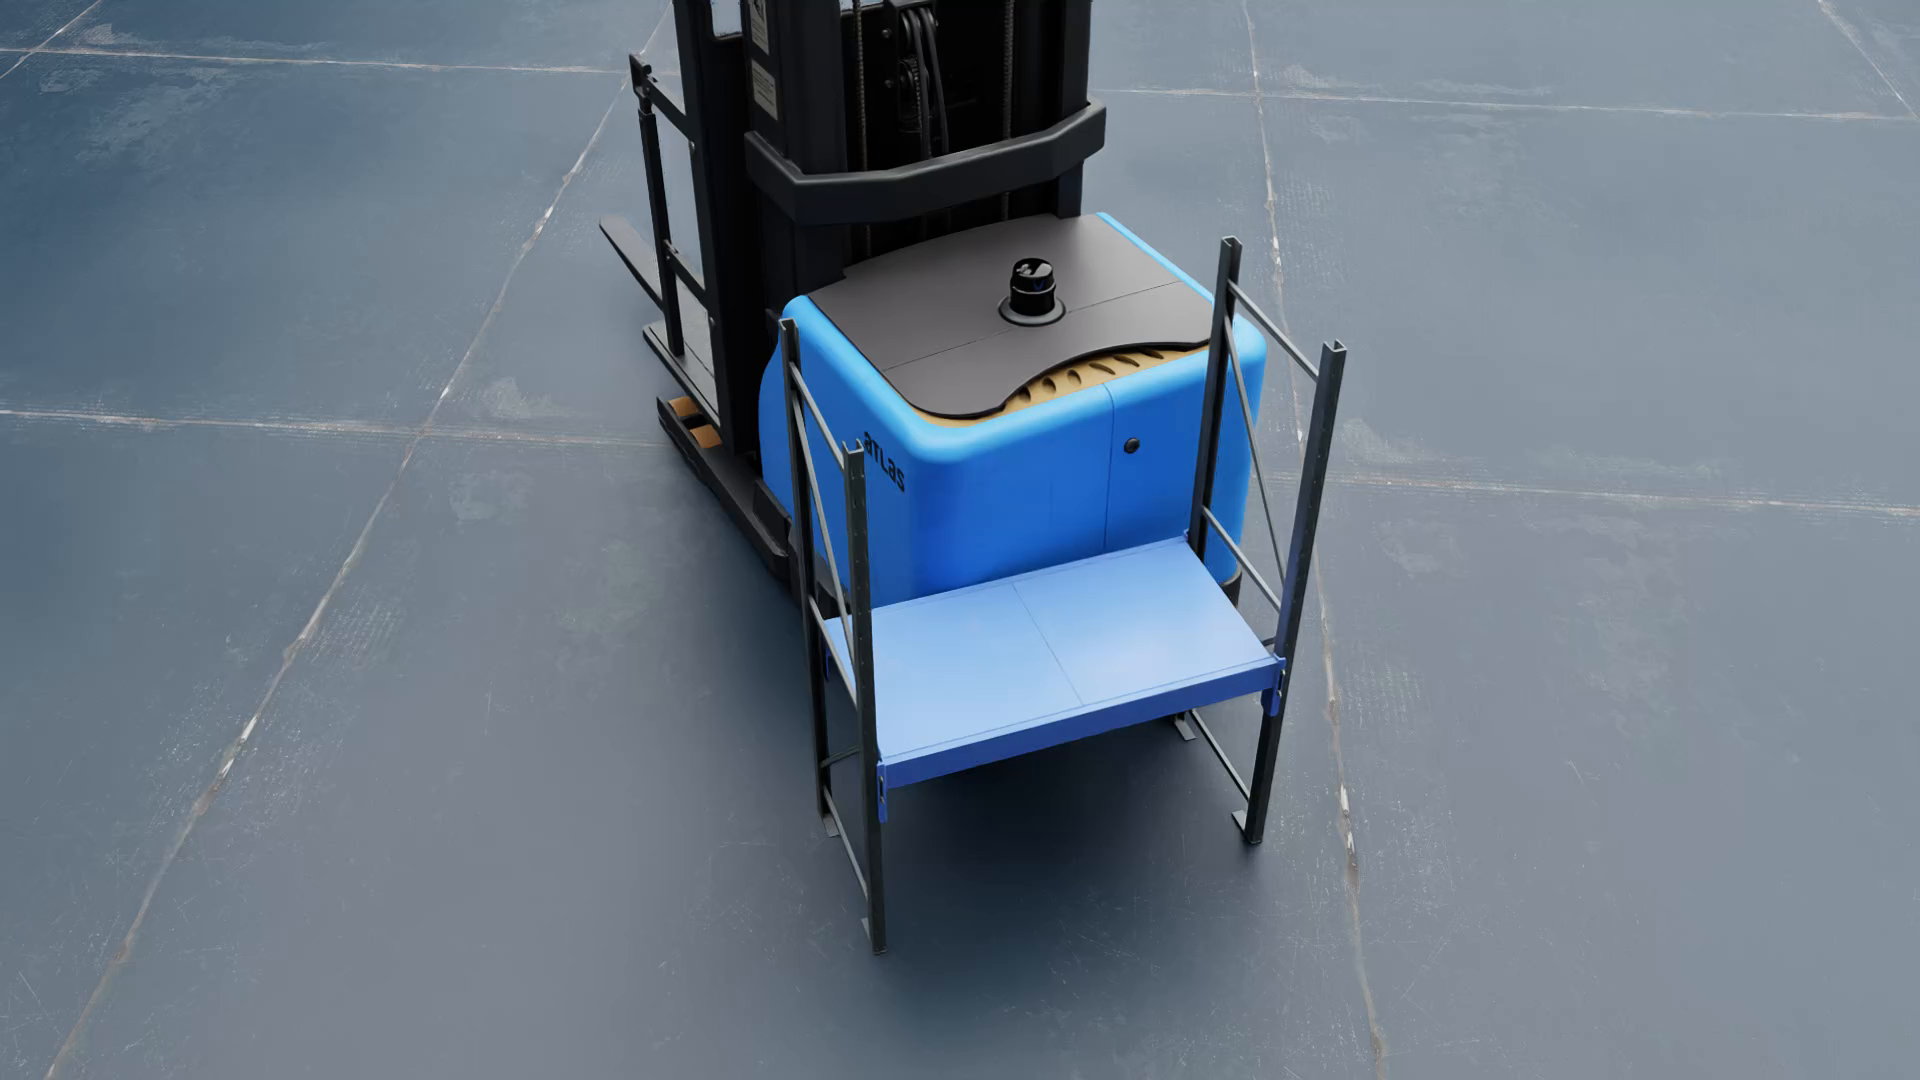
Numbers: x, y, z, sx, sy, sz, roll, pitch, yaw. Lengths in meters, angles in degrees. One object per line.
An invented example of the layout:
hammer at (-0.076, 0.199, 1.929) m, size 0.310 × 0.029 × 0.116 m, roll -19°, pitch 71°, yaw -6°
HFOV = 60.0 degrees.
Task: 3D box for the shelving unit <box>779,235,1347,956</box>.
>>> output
shelving unit at (0.202, 0.162, 3.862) m, size 1.048 × 1.500 × 0.538 m, roll -13°, pitch 41°, yaw -15°

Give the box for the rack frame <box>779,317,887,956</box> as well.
rack frame at (-0.276, 0.271, 3.728) m, size 0.032 × 1.500 × 0.500 m, roll -13°, pitch 41°, yaw -15°

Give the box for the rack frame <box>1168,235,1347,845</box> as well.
rack frame at (0.681, 0.053, 3.996) m, size 0.032 × 1.500 × 0.500 m, roll -13°, pitch 41°, yaw -15°

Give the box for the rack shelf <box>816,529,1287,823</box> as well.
rack shelf at (0.202, 0.302, 3.976) m, size 1.000 × 0.185 × 0.538 m, roll -13°, pitch 41°, yaw -15°

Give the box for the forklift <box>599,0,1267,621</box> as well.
forklift at (-0.363, -1.479, 4.745) m, size 1.130 × 2.935 × 3.031 m, roll -19°, pitch 43°, yaw -22°
